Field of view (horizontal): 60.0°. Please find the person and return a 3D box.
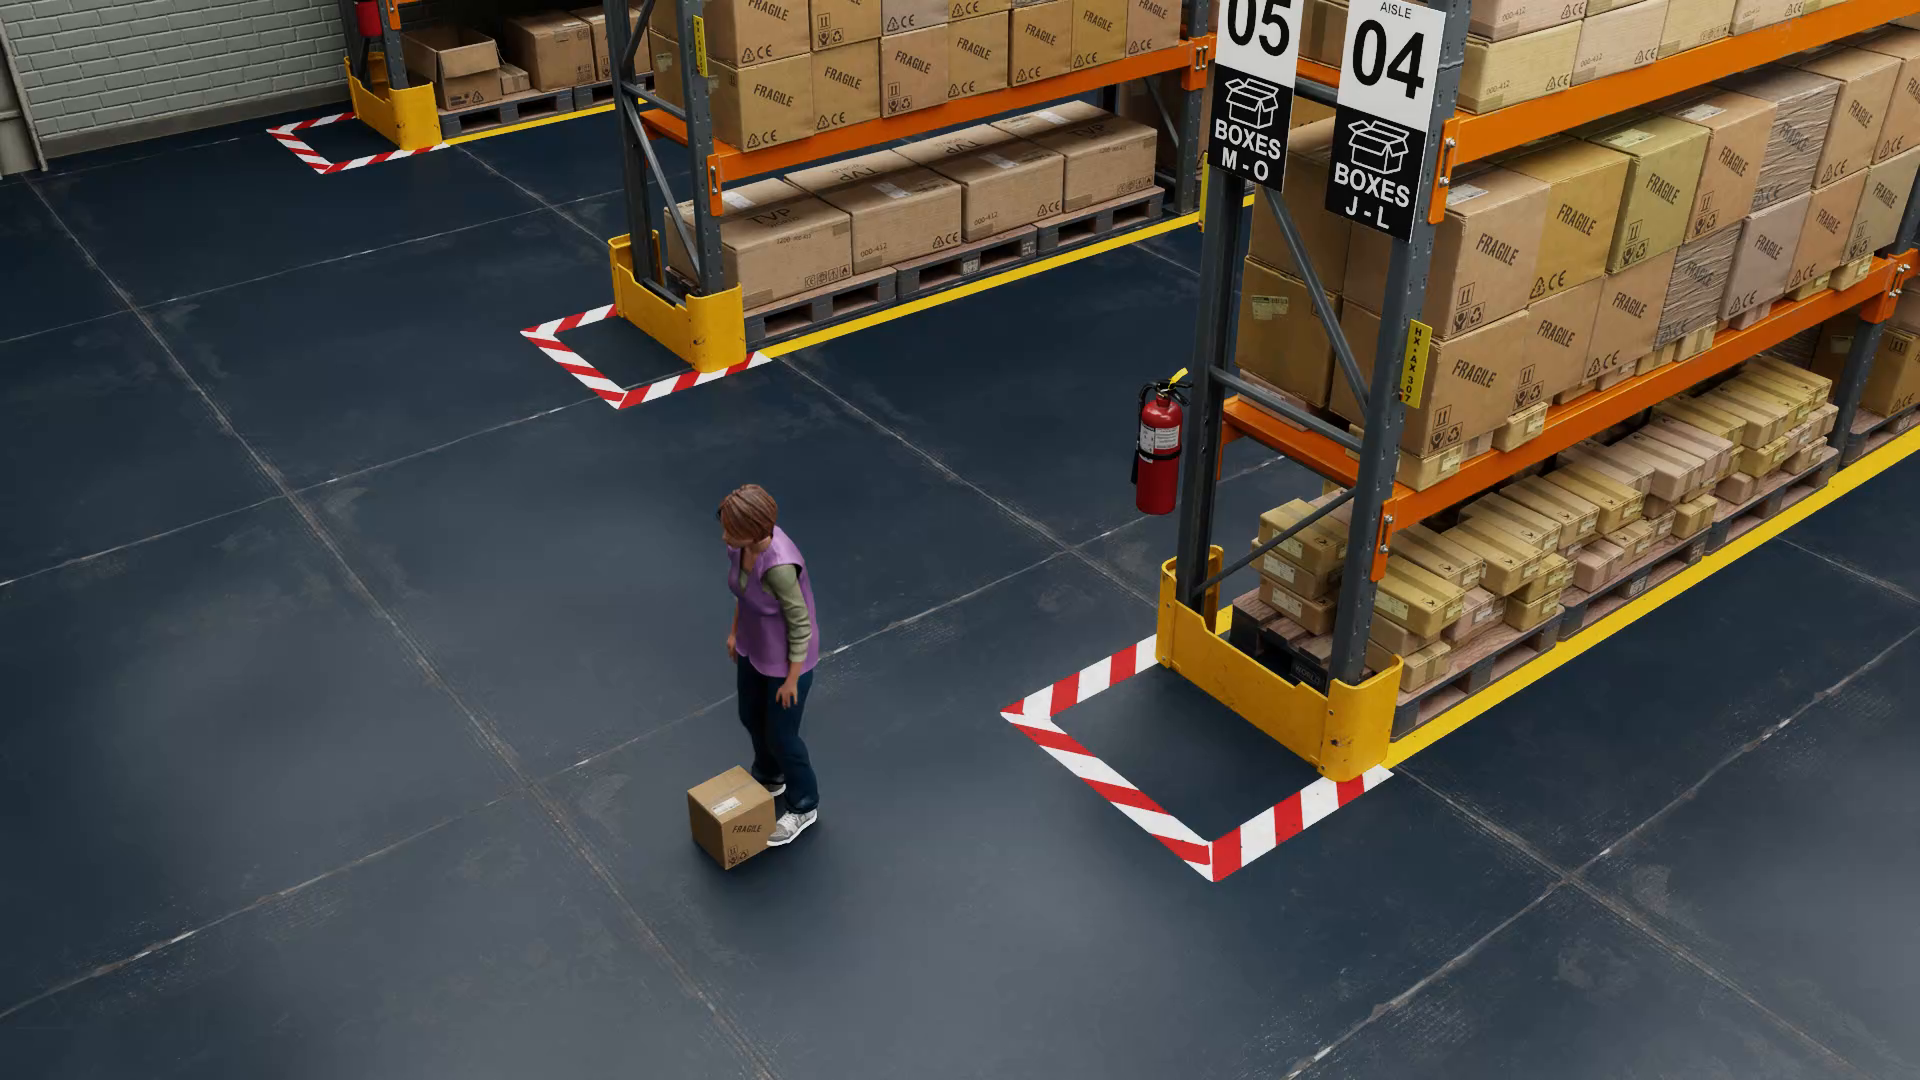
[{"bbox_3d":[-0.730,0.461,6.427,0.343,1.593,0.461,-22,39,-31],"label":"person"}]
